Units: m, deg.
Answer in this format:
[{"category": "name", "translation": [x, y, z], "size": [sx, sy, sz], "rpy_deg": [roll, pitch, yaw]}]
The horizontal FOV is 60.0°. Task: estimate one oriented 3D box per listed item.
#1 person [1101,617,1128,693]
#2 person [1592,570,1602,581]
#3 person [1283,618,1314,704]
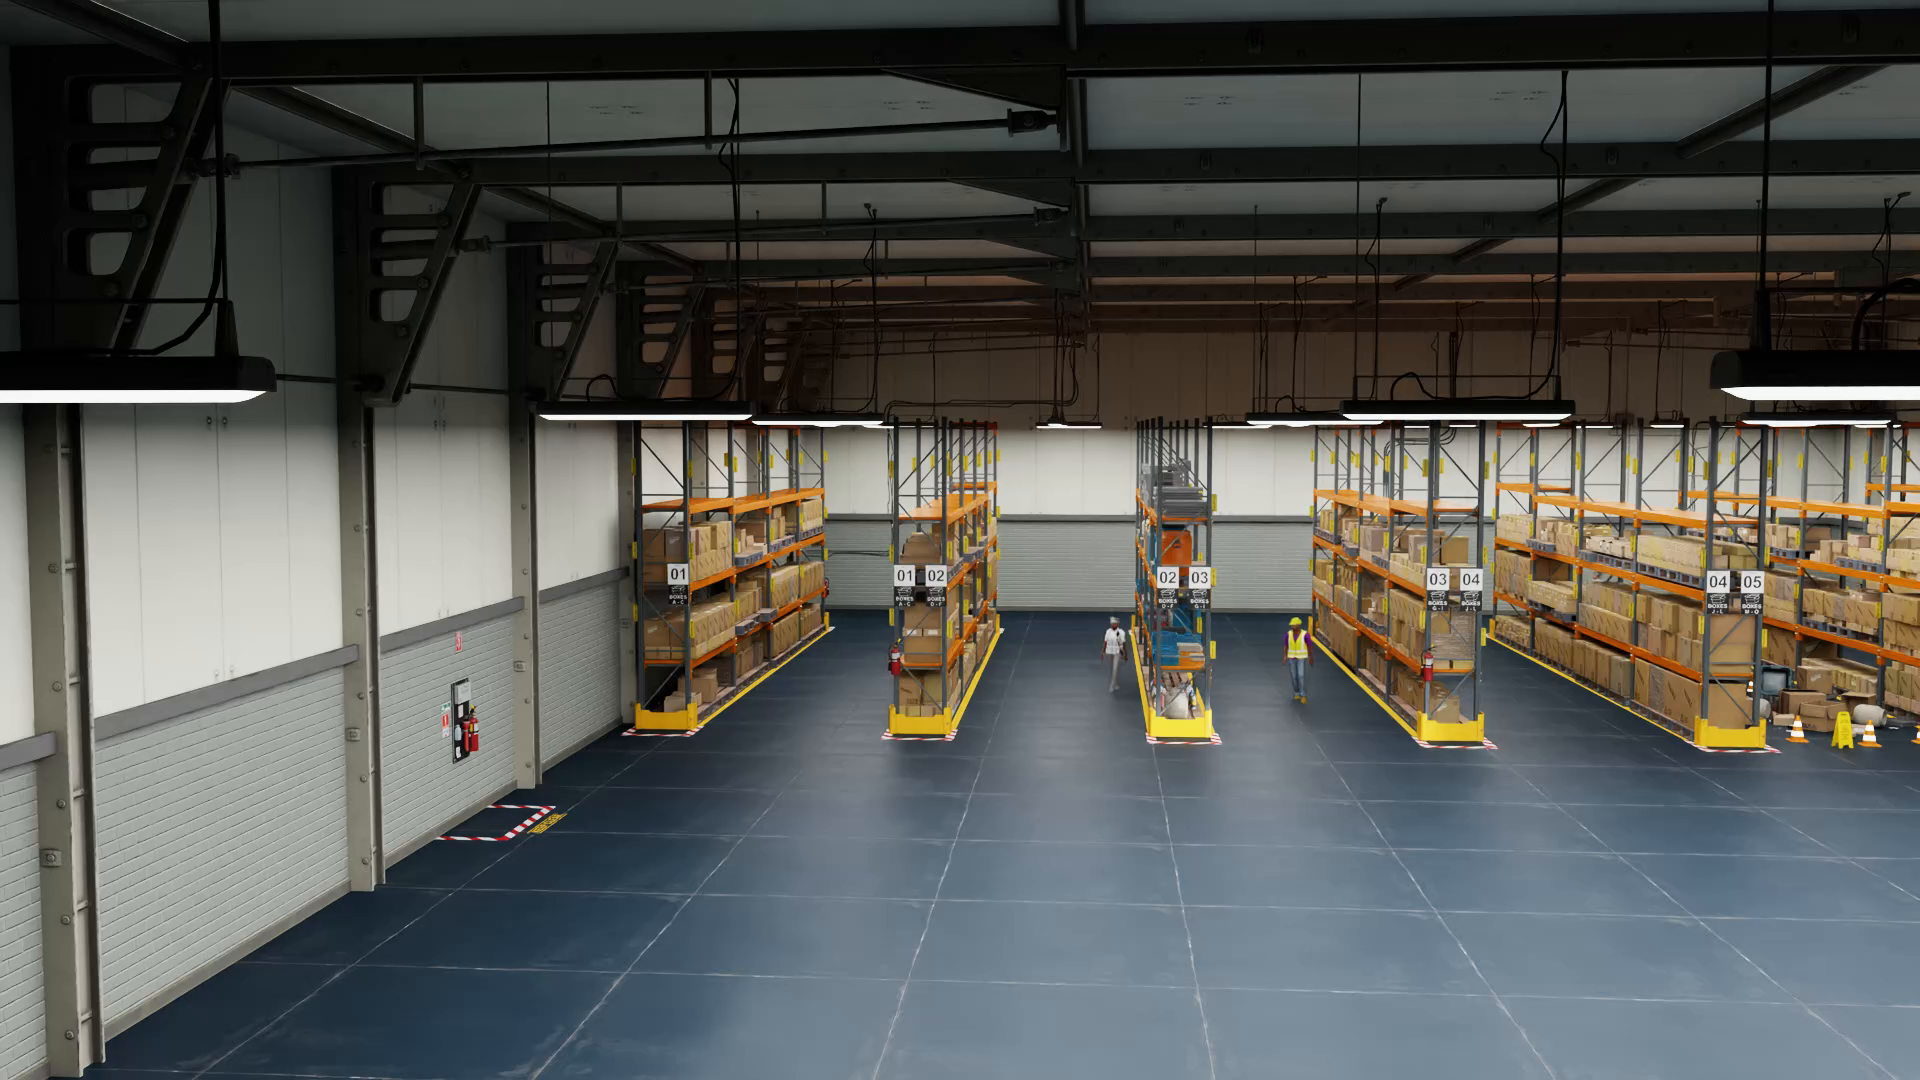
[{"category": "person", "translation": [3.349, 2.505, 36.486], "size": [0.483, 1.637, 0.929], "rpy_deg": [2, 4, 33]}, {"category": "person", "translation": [18.453, 1.726, 48.317], "size": [0.425, 1.709, 0.510], "rpy_deg": [-1, 4, -19]}, {"category": "person", "translation": [7.137, 2.538, 35.266], "size": [0.654, 1.762, 0.668], "rpy_deg": [2, 4, 32]}]
